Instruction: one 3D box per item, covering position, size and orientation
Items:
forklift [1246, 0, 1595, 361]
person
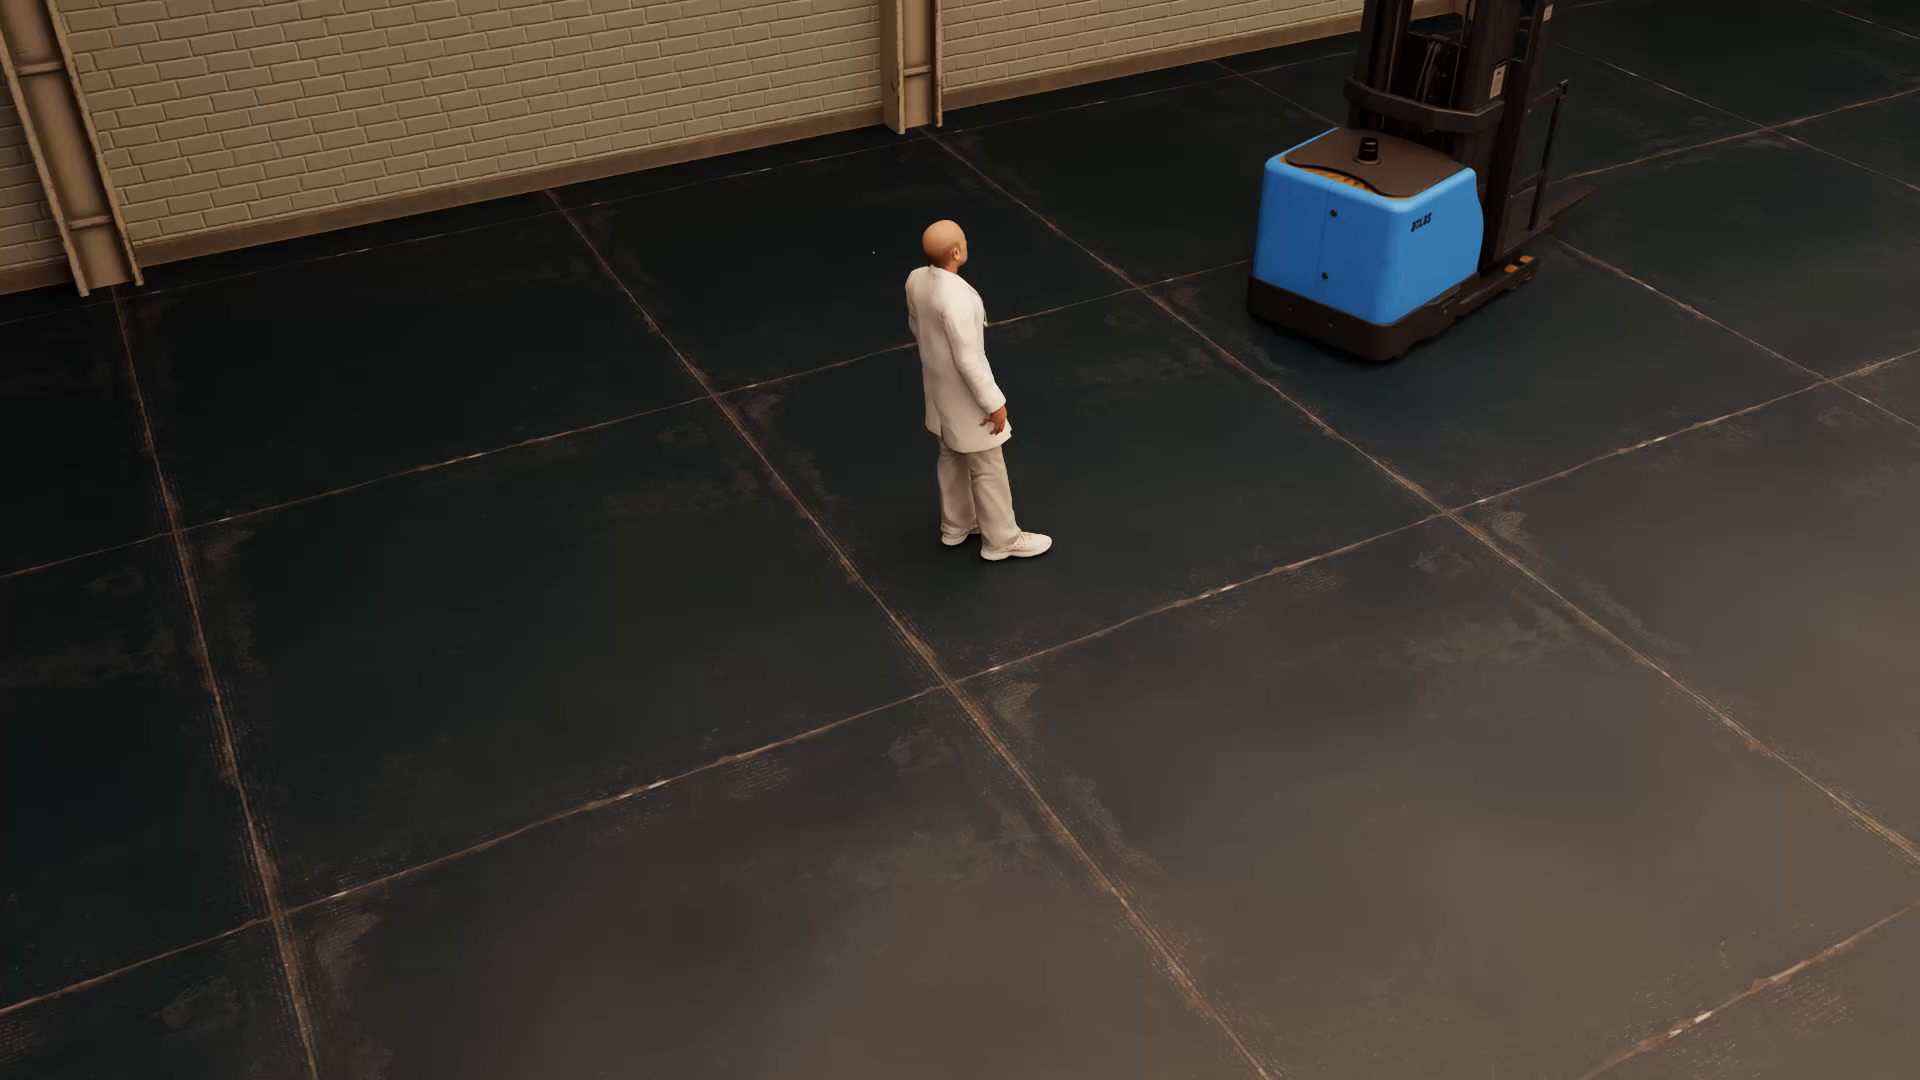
[{"bbox_3d":[3.221,-3.034,10.415,1.130,2.935,3.031,29,45,35],"label":"forklift"},{"bbox_3d":[0.083,-0.755,8.177,0.578,1.778,0.698,-17,39,-23],"label":"person"}]
